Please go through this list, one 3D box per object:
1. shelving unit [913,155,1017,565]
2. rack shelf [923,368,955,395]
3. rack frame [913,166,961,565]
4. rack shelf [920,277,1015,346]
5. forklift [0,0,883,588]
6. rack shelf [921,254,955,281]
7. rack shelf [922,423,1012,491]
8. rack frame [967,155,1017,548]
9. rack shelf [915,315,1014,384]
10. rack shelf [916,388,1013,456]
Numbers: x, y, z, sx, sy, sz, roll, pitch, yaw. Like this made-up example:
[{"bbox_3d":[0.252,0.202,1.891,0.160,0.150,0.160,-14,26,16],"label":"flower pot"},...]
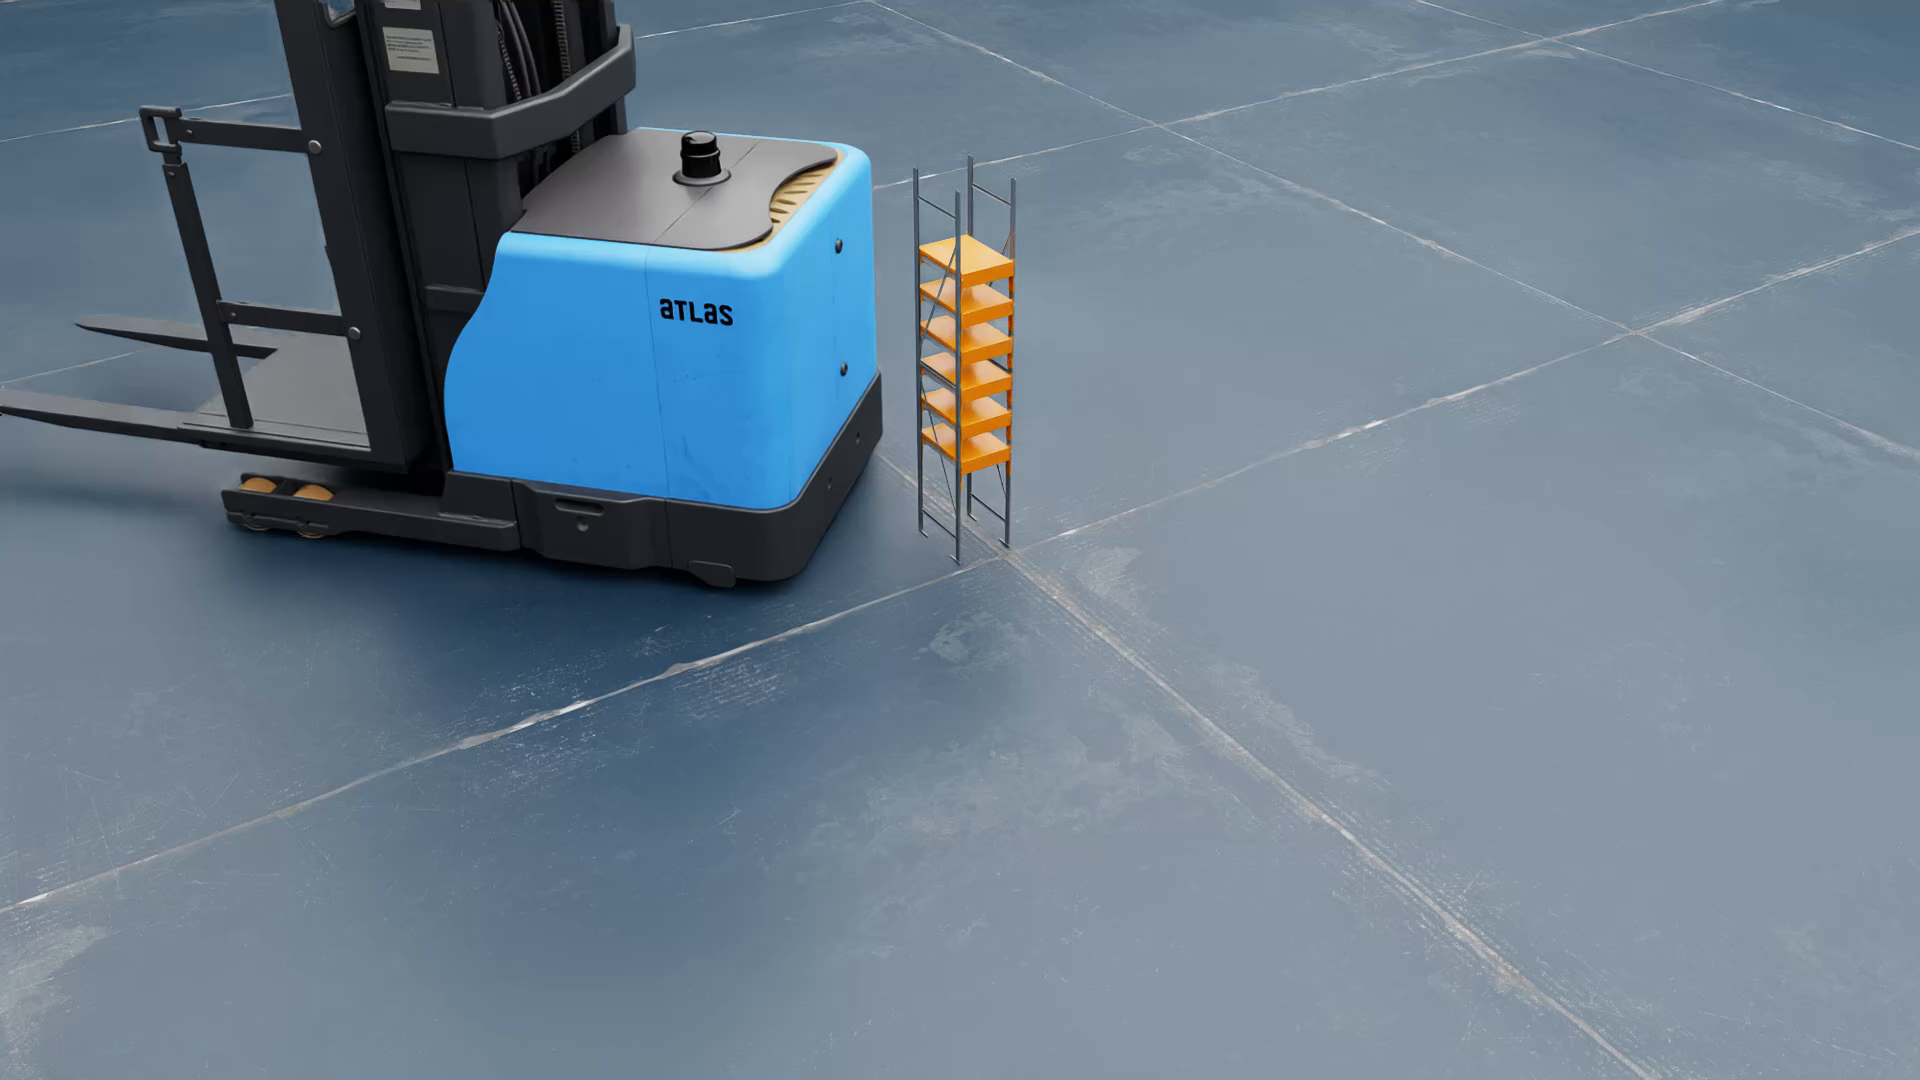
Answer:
[{"bbox_3d":[0.012,-0.512,4.937,0.189,1.200,0.258,-19,37,-27],"label":"shelving unit"},{"bbox_3d":[0.012,-0.491,4.950,0.166,0.020,0.199,-19,37,-27],"label":"rack shelf"},{"bbox_3d":[-0.065,-0.485,4.895,0.006,1.200,0.240,-19,37,-27],"label":"rack frame"},{"bbox_3d":[0.012,-0.677,4.832,0.180,0.103,0.258,-19,37,-27],"label":"rack shelf"},{"bbox_3d":[-1.838,-1.471,4.917,3.031,2.843,1.129,7,33,12],"label":"forklift"},{"bbox_3d":[0.012,-0.795,4.758,0.166,0.020,0.199,-19,37,-27],"label":"rack shelf"},{"bbox_3d":[0.012,-0.271,5.088,0.180,0.103,0.258,-19,37,-27],"label":"rack shelf"},{"bbox_3d":[0.089,-0.538,4.978,0.006,1.200,0.240,-19,37,-27],"label":"rack frame"},{"bbox_3d":[0.012,-0.576,4.896,0.180,0.103,0.258,-19,37,-27],"label":"rack shelf"},{"bbox_3d":[0.012,-0.373,5.024,0.180,0.103,0.258,-19,37,-27],"label":"rack shelf"}]
